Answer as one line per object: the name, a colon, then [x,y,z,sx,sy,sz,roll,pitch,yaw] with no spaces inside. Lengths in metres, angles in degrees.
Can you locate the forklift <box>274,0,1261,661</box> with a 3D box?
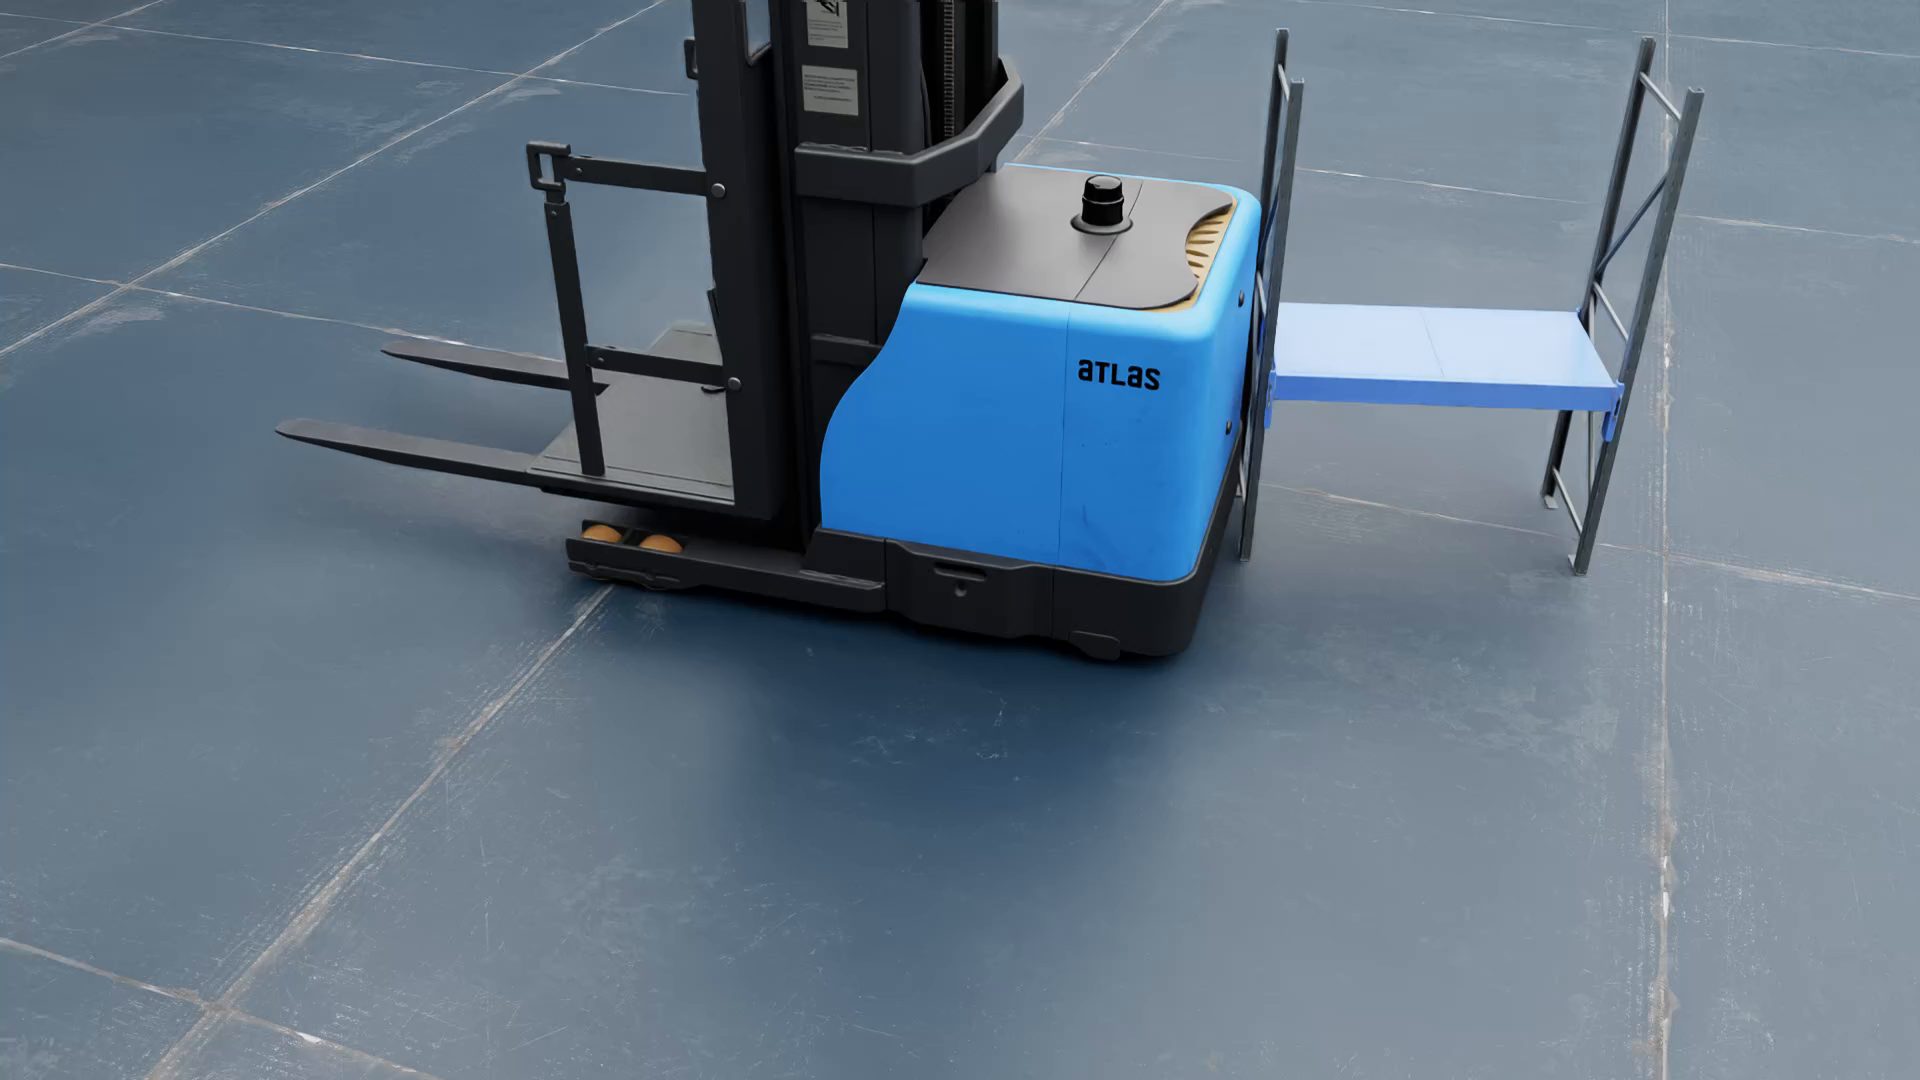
forklift: [-0.682,-1.341,4.625,3.031,2.935,1.130,9,34,14]

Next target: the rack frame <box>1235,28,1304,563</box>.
rack frame: [0.901,-0.695,4.944,0.032,1.500,0.500,2,33,4]

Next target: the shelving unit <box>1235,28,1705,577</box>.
shelving unit: [1.408,-0.673,4.910,1.048,1.500,0.538,2,33,4]

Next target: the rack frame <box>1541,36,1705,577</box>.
rack frame: [1.914,-0.652,4.877,0.032,1.500,0.500,2,33,4]

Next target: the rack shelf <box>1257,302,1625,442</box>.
rack shelf: [1.408,-0.522,5.008,1.000,0.185,0.538,2,33,4]
